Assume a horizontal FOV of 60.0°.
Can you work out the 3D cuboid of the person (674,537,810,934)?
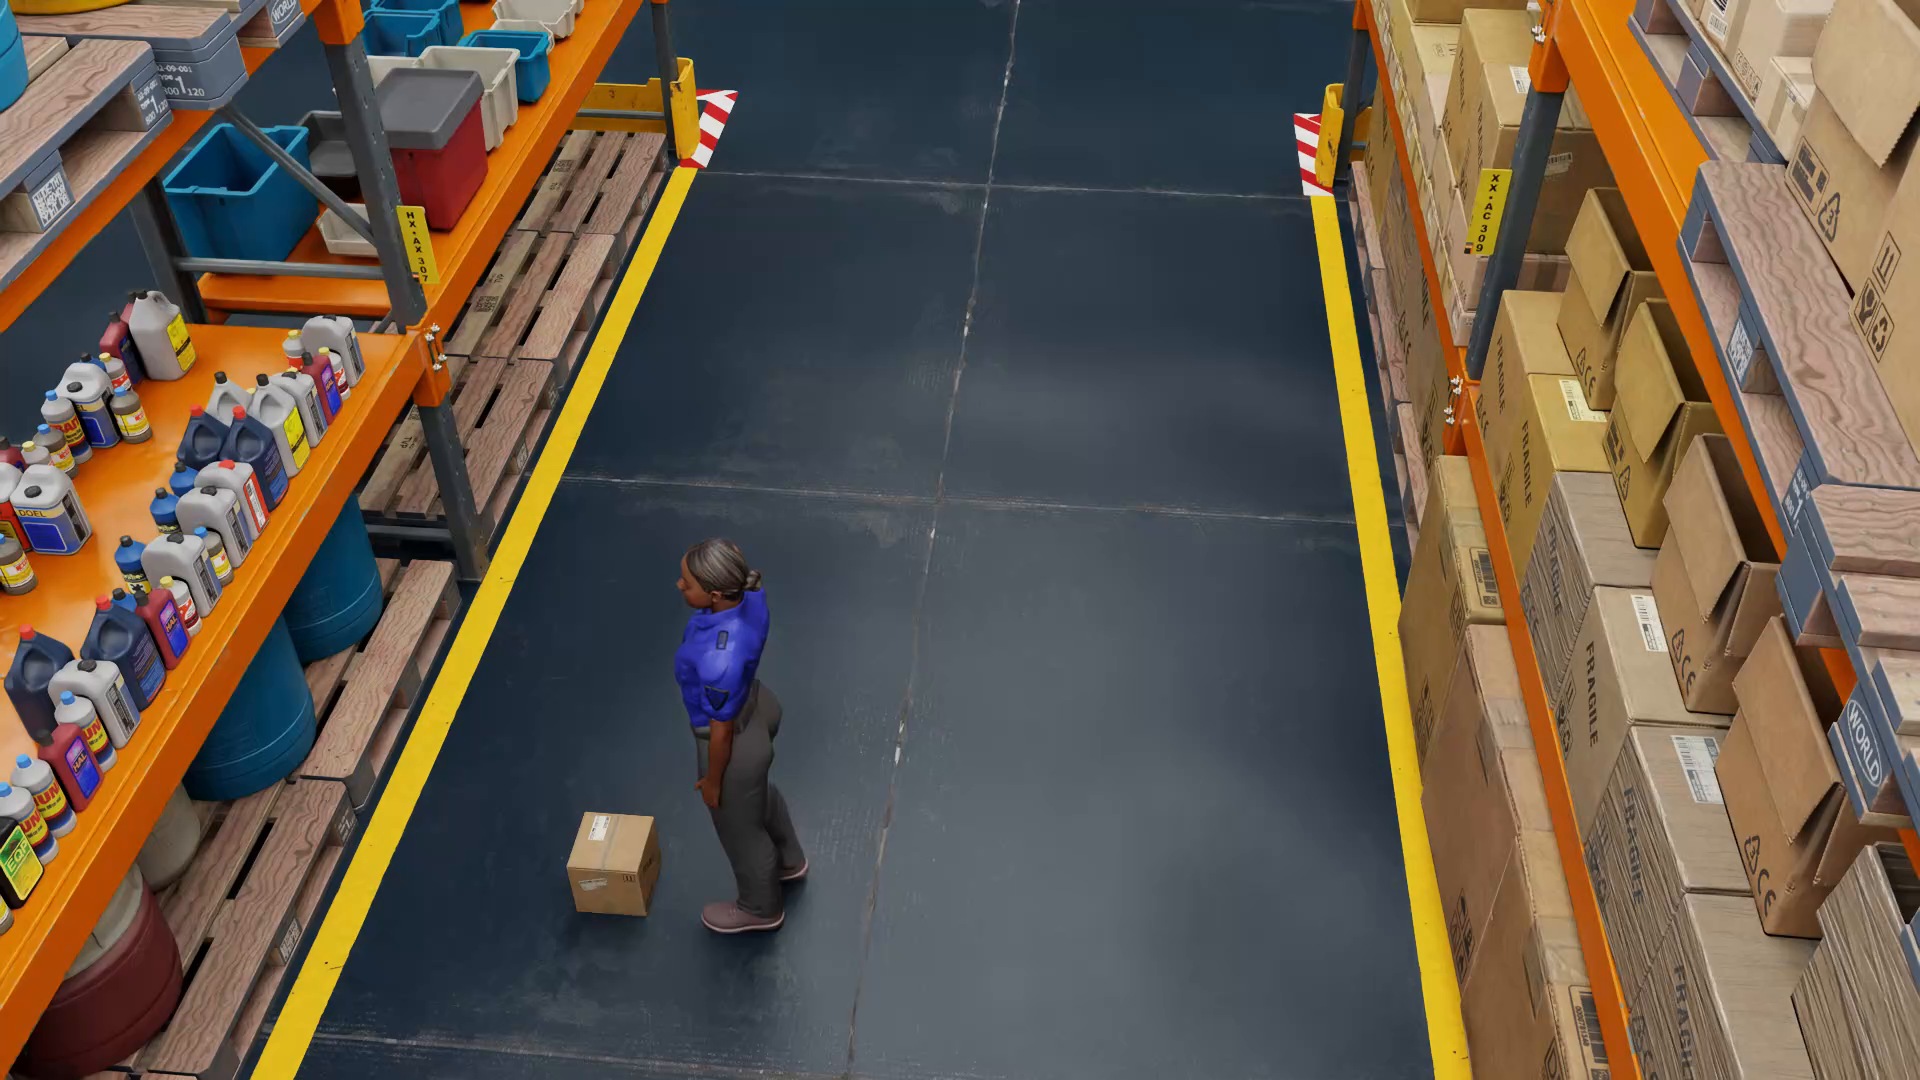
[{"bbox_3d":[-0.724,0.665,5.405,0.351,1.718,0.450,4,40,5],"label":"person"}]
